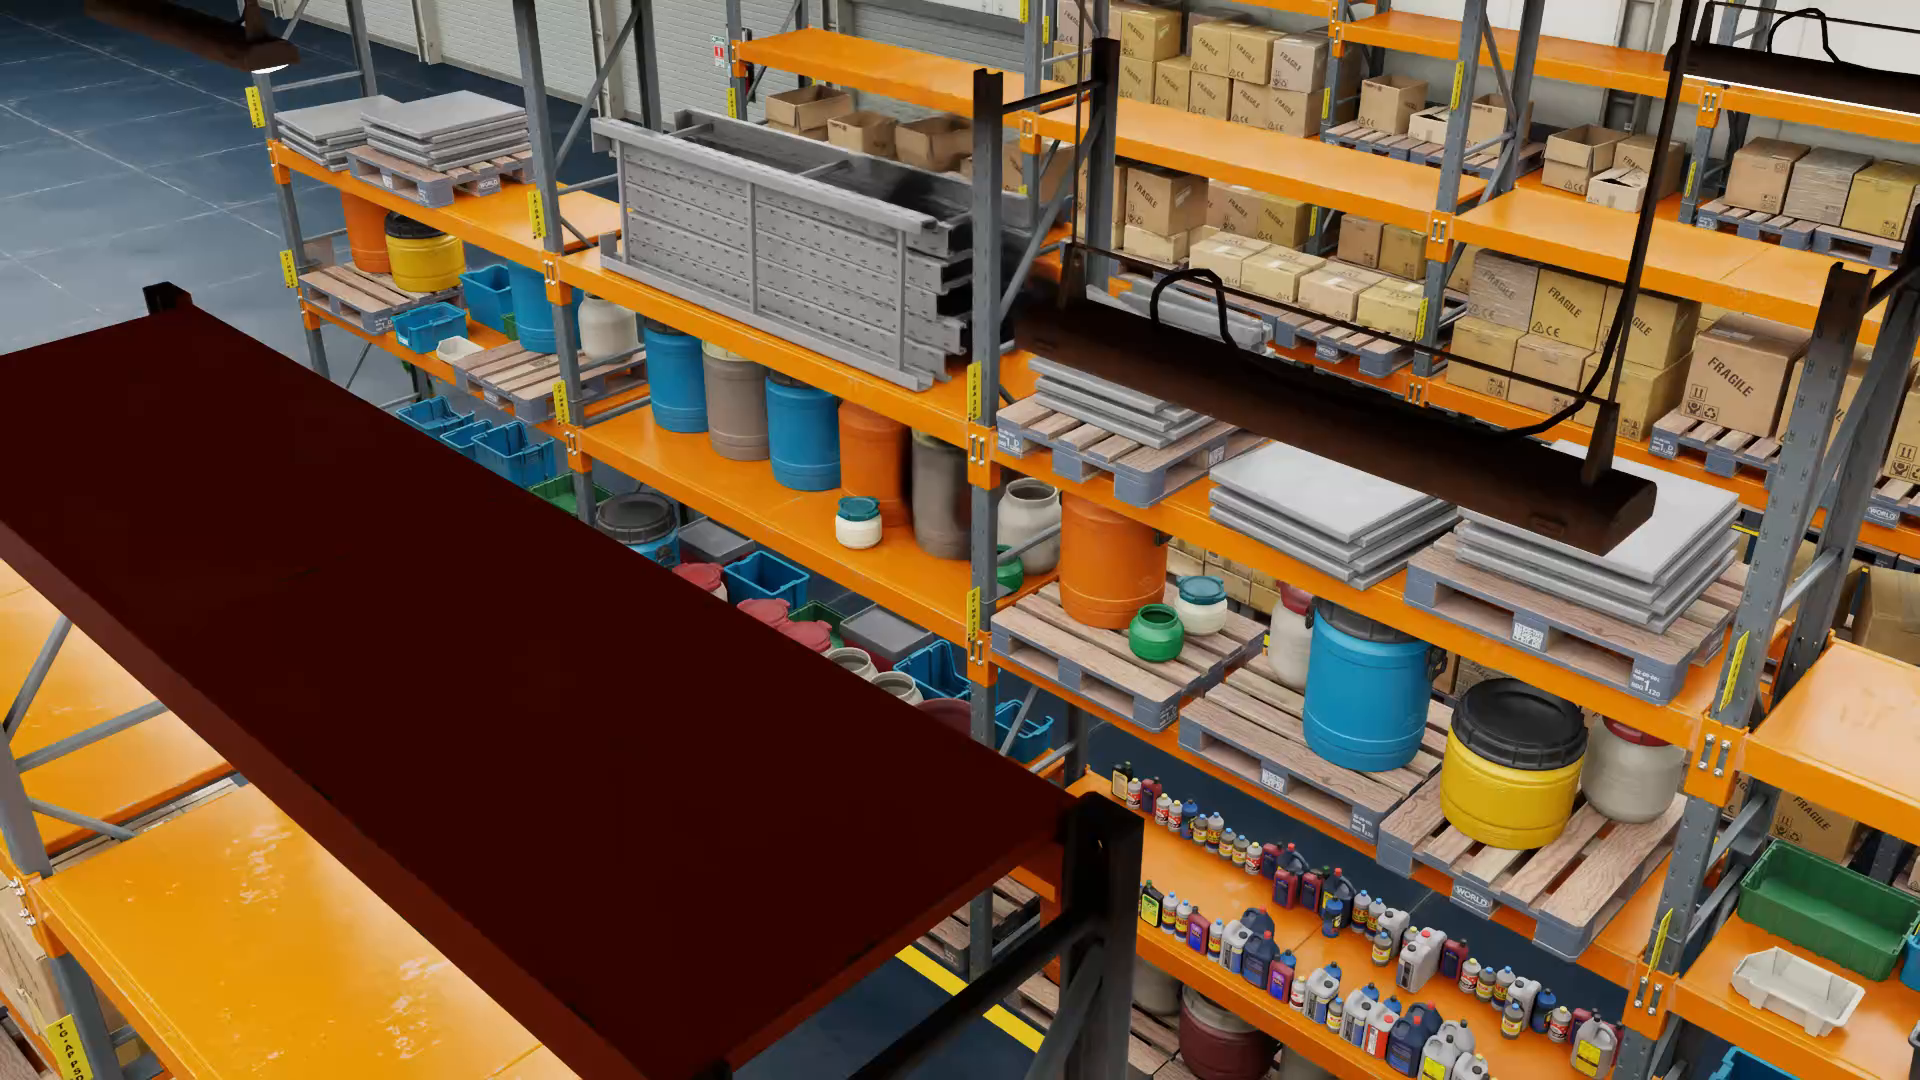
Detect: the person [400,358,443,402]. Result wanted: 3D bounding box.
[{"bbox_3d":[-6.065,-2.386,18.727,0.591,1.732,0.673,-10,31,-17],"label":"person"}]
